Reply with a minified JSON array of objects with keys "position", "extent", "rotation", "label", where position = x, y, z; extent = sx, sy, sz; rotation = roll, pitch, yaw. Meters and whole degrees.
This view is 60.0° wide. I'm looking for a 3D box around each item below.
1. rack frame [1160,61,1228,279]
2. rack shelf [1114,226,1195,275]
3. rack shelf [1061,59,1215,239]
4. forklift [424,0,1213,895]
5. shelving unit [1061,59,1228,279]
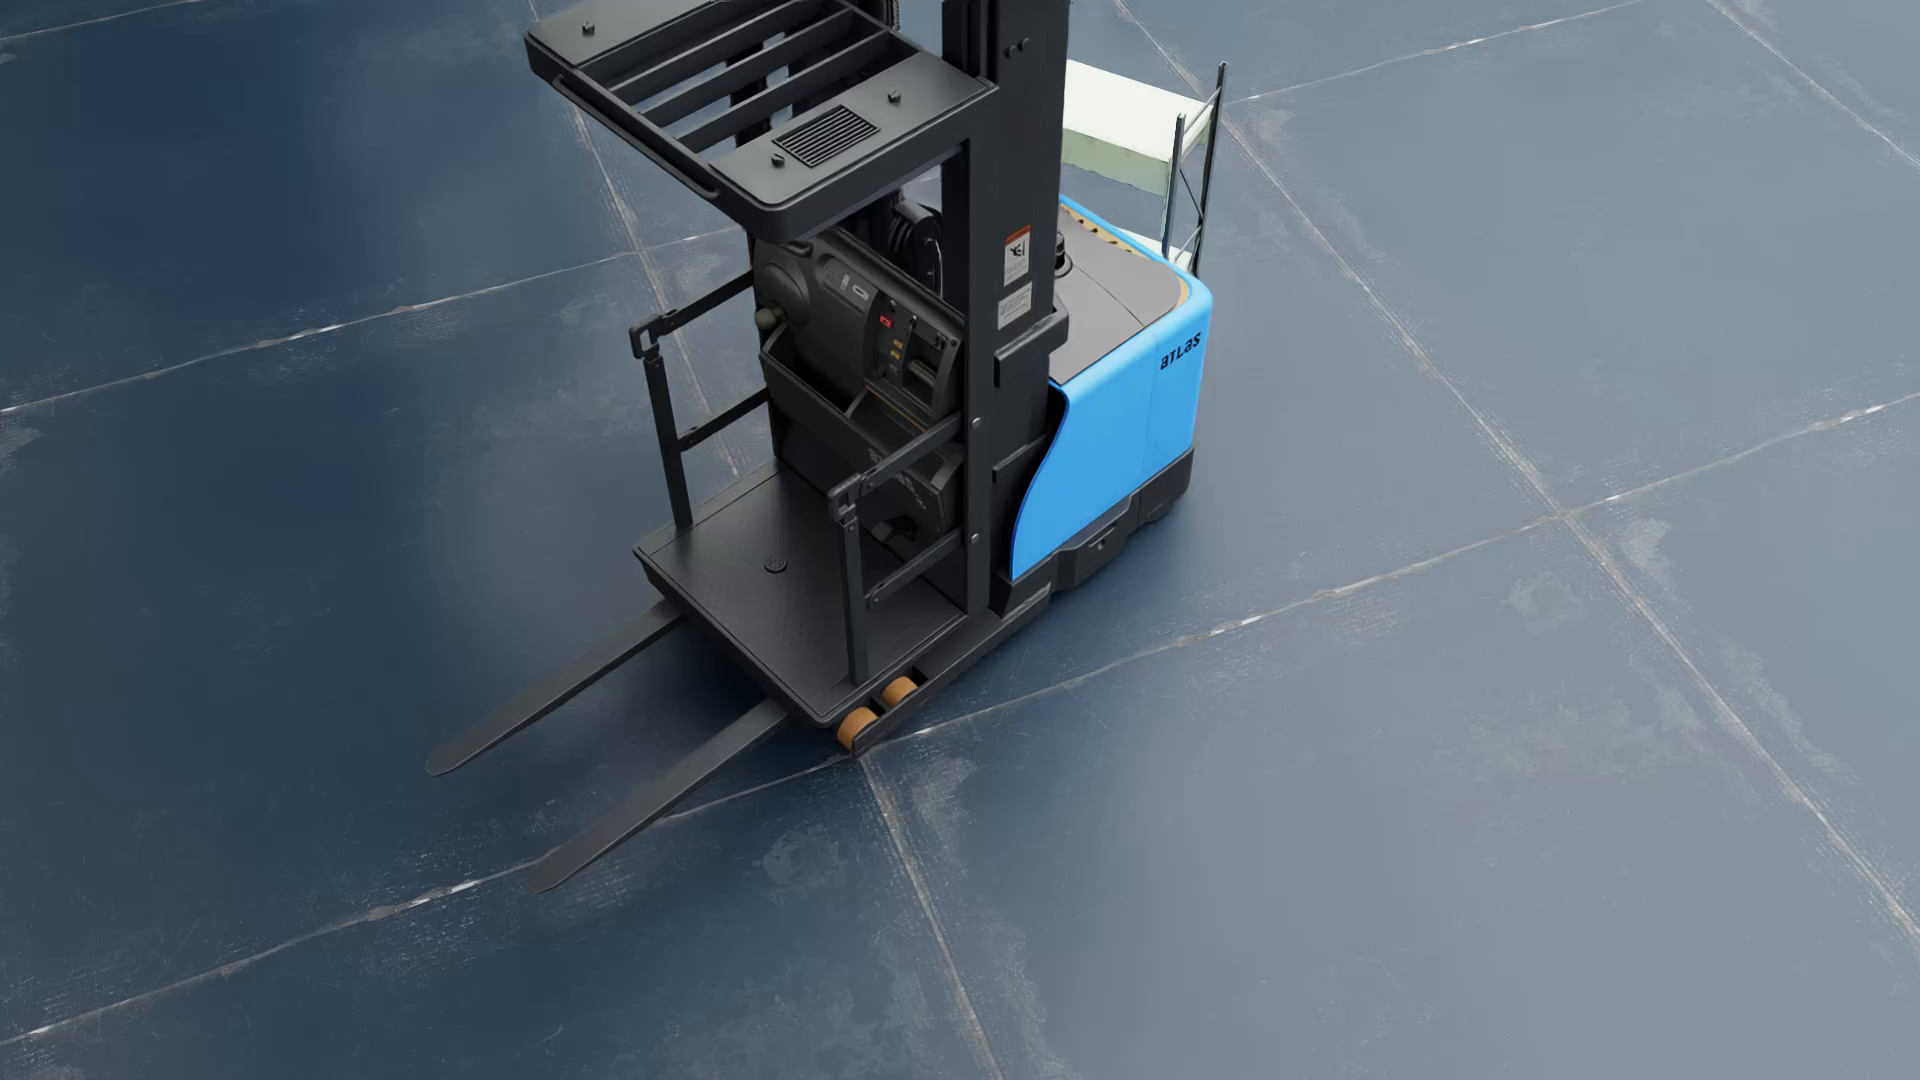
[{"position":[0.879,-1.142,6.583],"extent":[0.023,1.500,0.400],"rotation":[24,53,19],"label":"rack frame"},{"position":[0.562,-1.069,6.950],"extent":[0.720,0.370,0.431],"rotation":[24,53,19],"label":"rack shelf"},{"position":[0.562,-1.536,6.406],"extent":[0.720,0.370,0.431],"rotation":[24,53,19],"label":"rack shelf"},{"position":[-0.492,-0.647,5.214],"extent":[3.031,2.935,1.130],"rotation":[-36,58,-27],"label":"forklift"},{"position":[0.562,-1.281,6.703],"extent":[0.755,1.500,0.431],"rotation":[24,53,19],"label":"shelving unit"}]
